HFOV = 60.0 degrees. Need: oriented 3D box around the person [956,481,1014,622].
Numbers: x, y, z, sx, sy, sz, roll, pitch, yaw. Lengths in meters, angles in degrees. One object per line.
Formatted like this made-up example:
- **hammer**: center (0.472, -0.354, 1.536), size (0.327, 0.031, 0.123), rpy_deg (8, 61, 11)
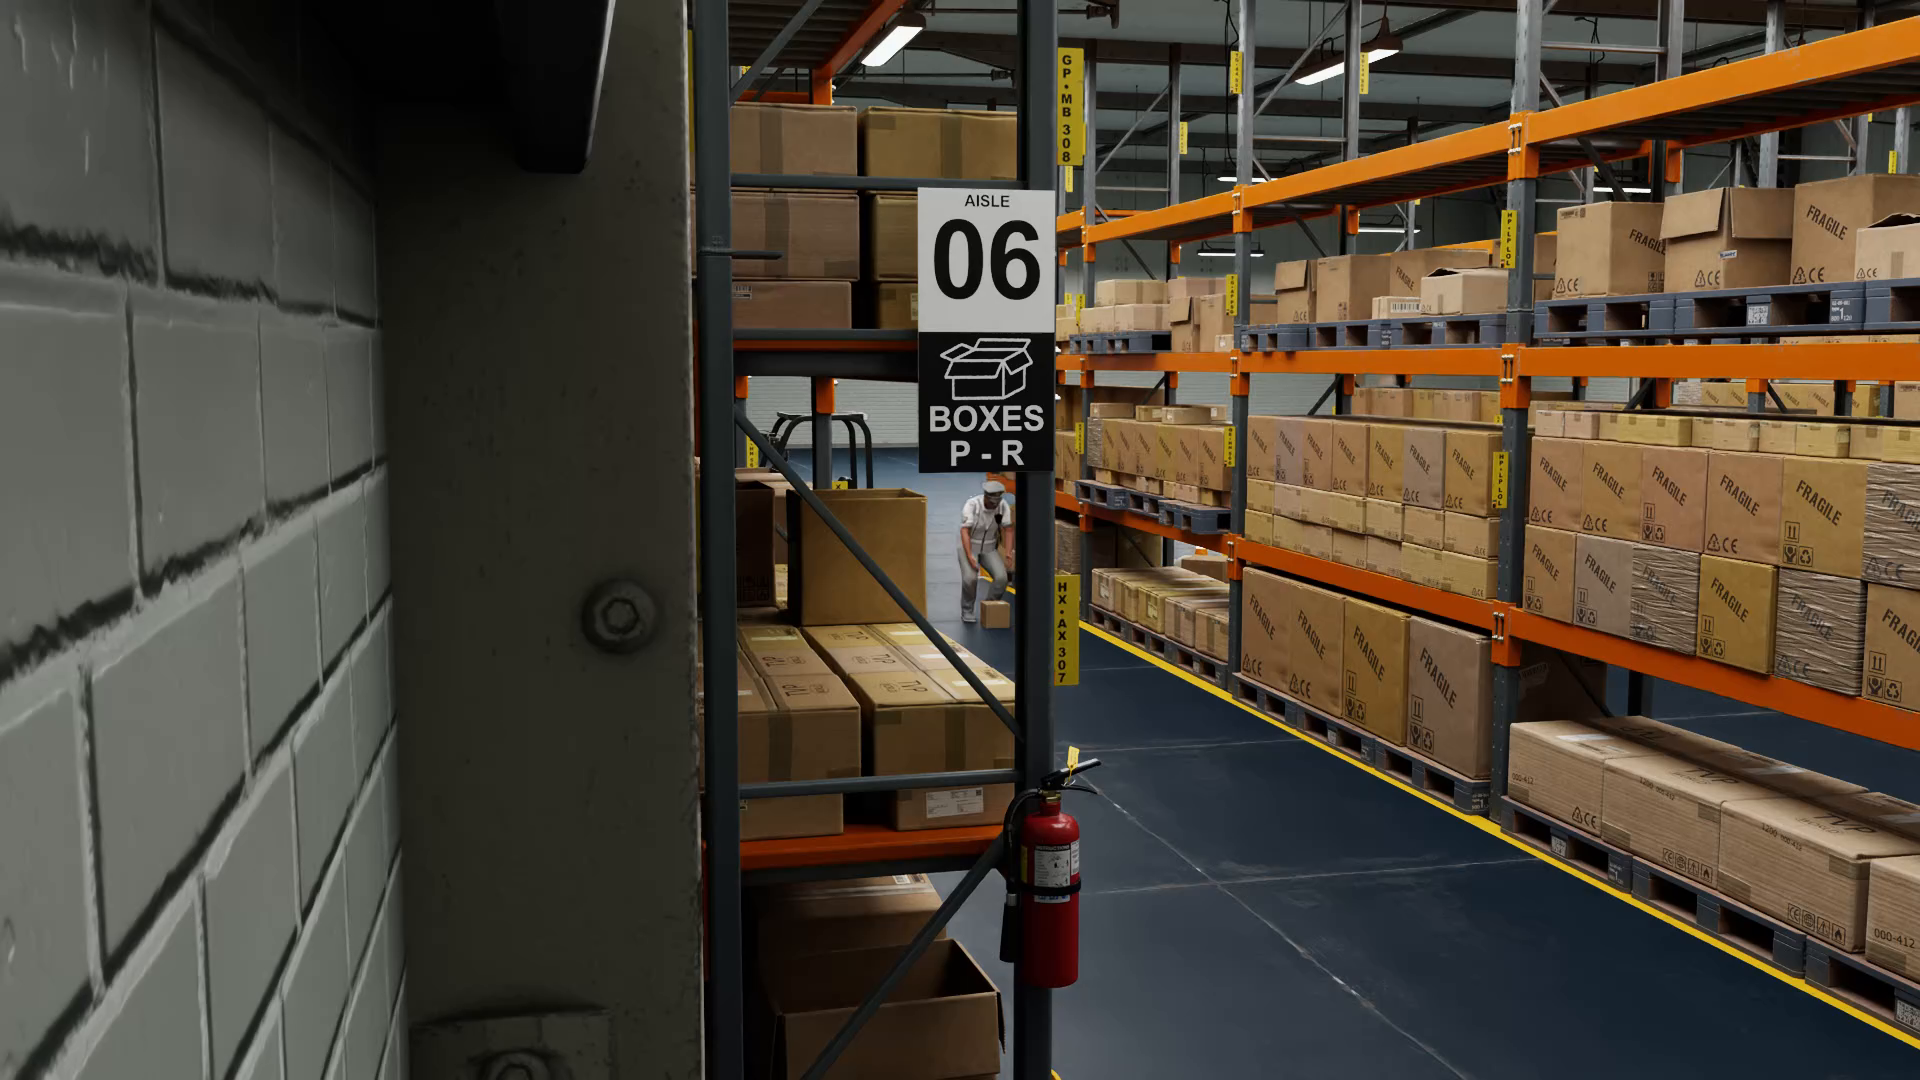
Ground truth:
- **person**: center (0.270, 0.113, 17.578), size (0.588, 1.496, 0.752), rpy_deg (-2, 6, -17)
